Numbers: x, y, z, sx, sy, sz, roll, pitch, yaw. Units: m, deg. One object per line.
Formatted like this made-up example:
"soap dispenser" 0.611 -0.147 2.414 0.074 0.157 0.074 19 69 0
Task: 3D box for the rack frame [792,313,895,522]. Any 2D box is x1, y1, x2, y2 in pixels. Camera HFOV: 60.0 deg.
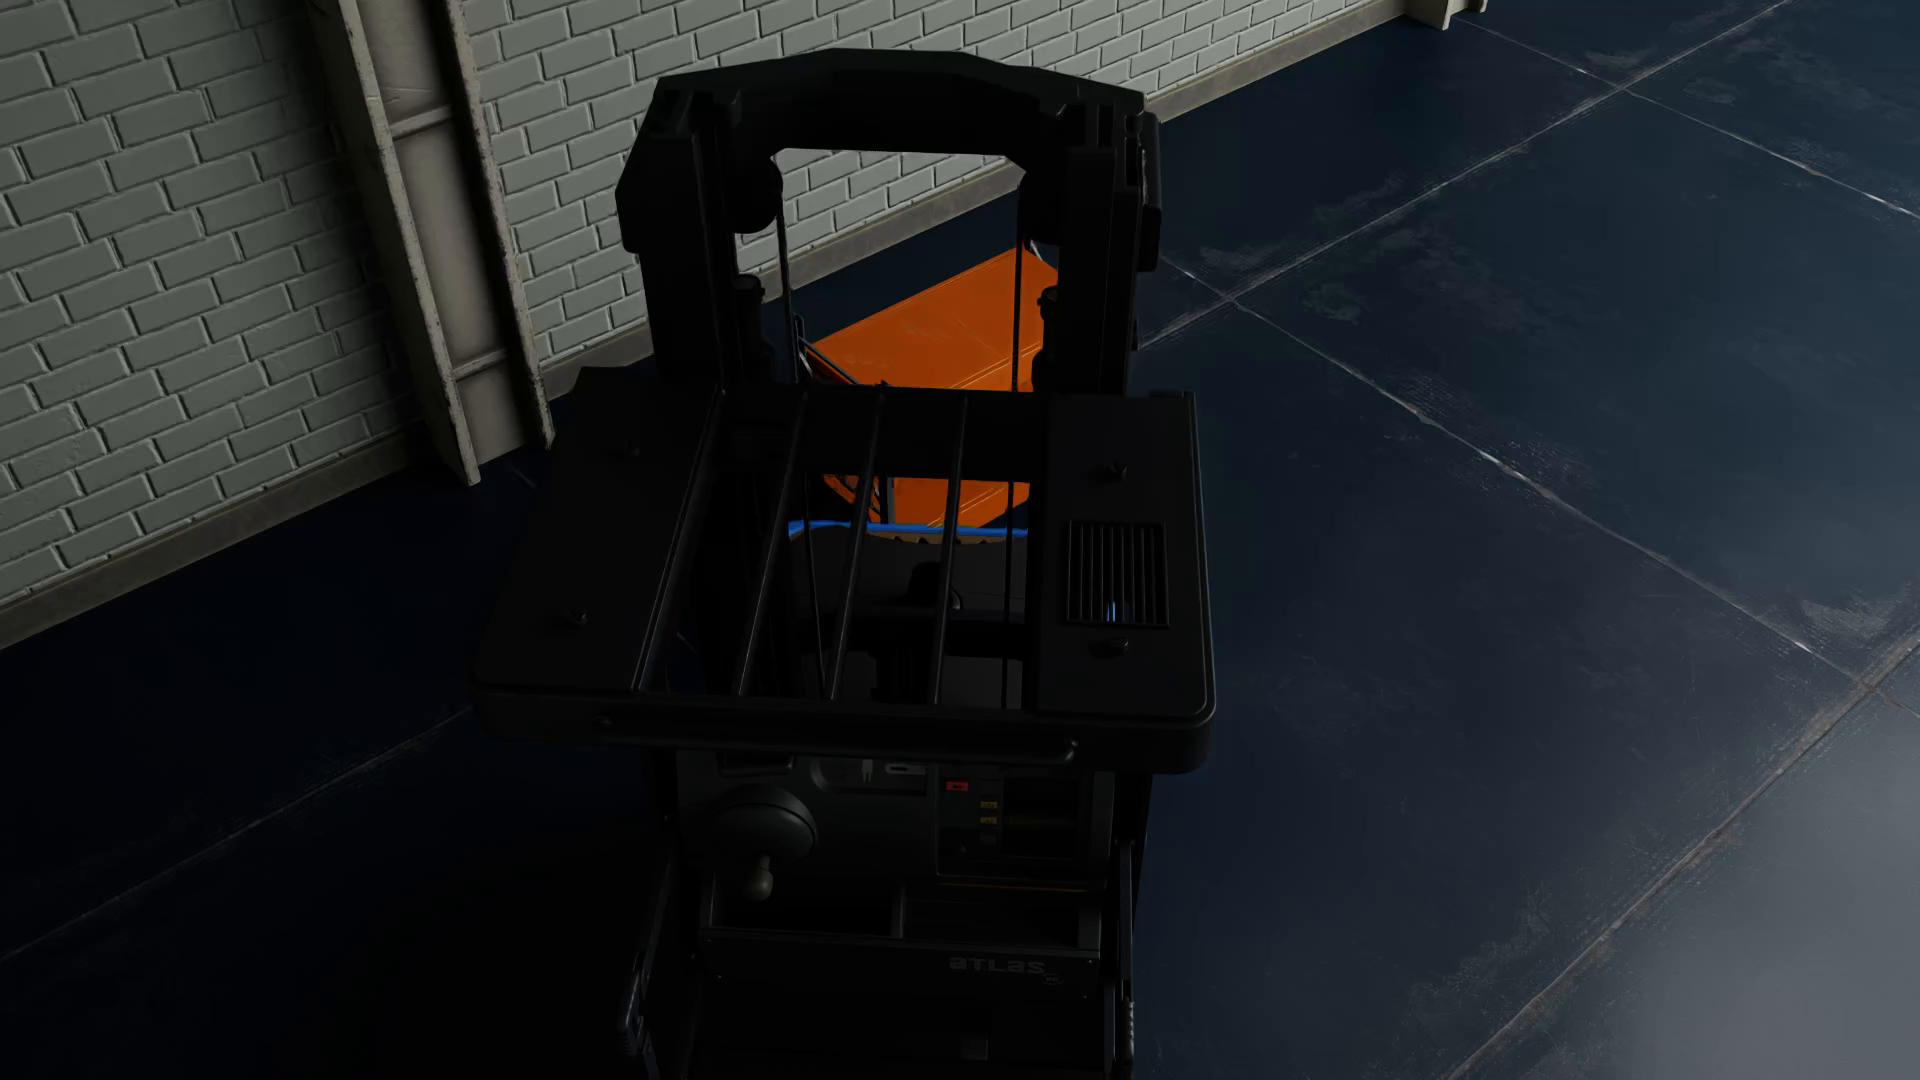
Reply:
"rack frame" -0.385 -0.190 5.630 0.032 1.125 0.500 -30 51 -28

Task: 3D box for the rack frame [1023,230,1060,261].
"rack frame" 0.395 -0.636 6.106 0.032 1.125 0.500 -30 51 -28

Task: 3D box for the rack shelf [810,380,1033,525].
"rack shelf" 0.005 -0.235 6.035 1.000 0.278 0.538 -30 51 -28

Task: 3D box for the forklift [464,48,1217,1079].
"forklift" -0.151 0.673 3.392 1.130 2.935 3.031 3 43 3

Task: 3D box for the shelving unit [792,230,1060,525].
"shelving unit" 0.005 -0.413 5.868 1.048 1.125 0.538 -30 51 -28

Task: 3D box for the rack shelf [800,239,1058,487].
"rack shelf" 0.005 -0.626 5.668 1.000 0.278 0.538 -30 51 -28

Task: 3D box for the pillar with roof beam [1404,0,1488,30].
"pillar with roof beam" 5.505 -4.029 3.966 0.400 9.000 9.100 -30 51 -28

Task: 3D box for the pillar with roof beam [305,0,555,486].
"pillar with roof beam" 0.902 -1.393 1.160 0.400 9.000 9.100 -30 51 -28
